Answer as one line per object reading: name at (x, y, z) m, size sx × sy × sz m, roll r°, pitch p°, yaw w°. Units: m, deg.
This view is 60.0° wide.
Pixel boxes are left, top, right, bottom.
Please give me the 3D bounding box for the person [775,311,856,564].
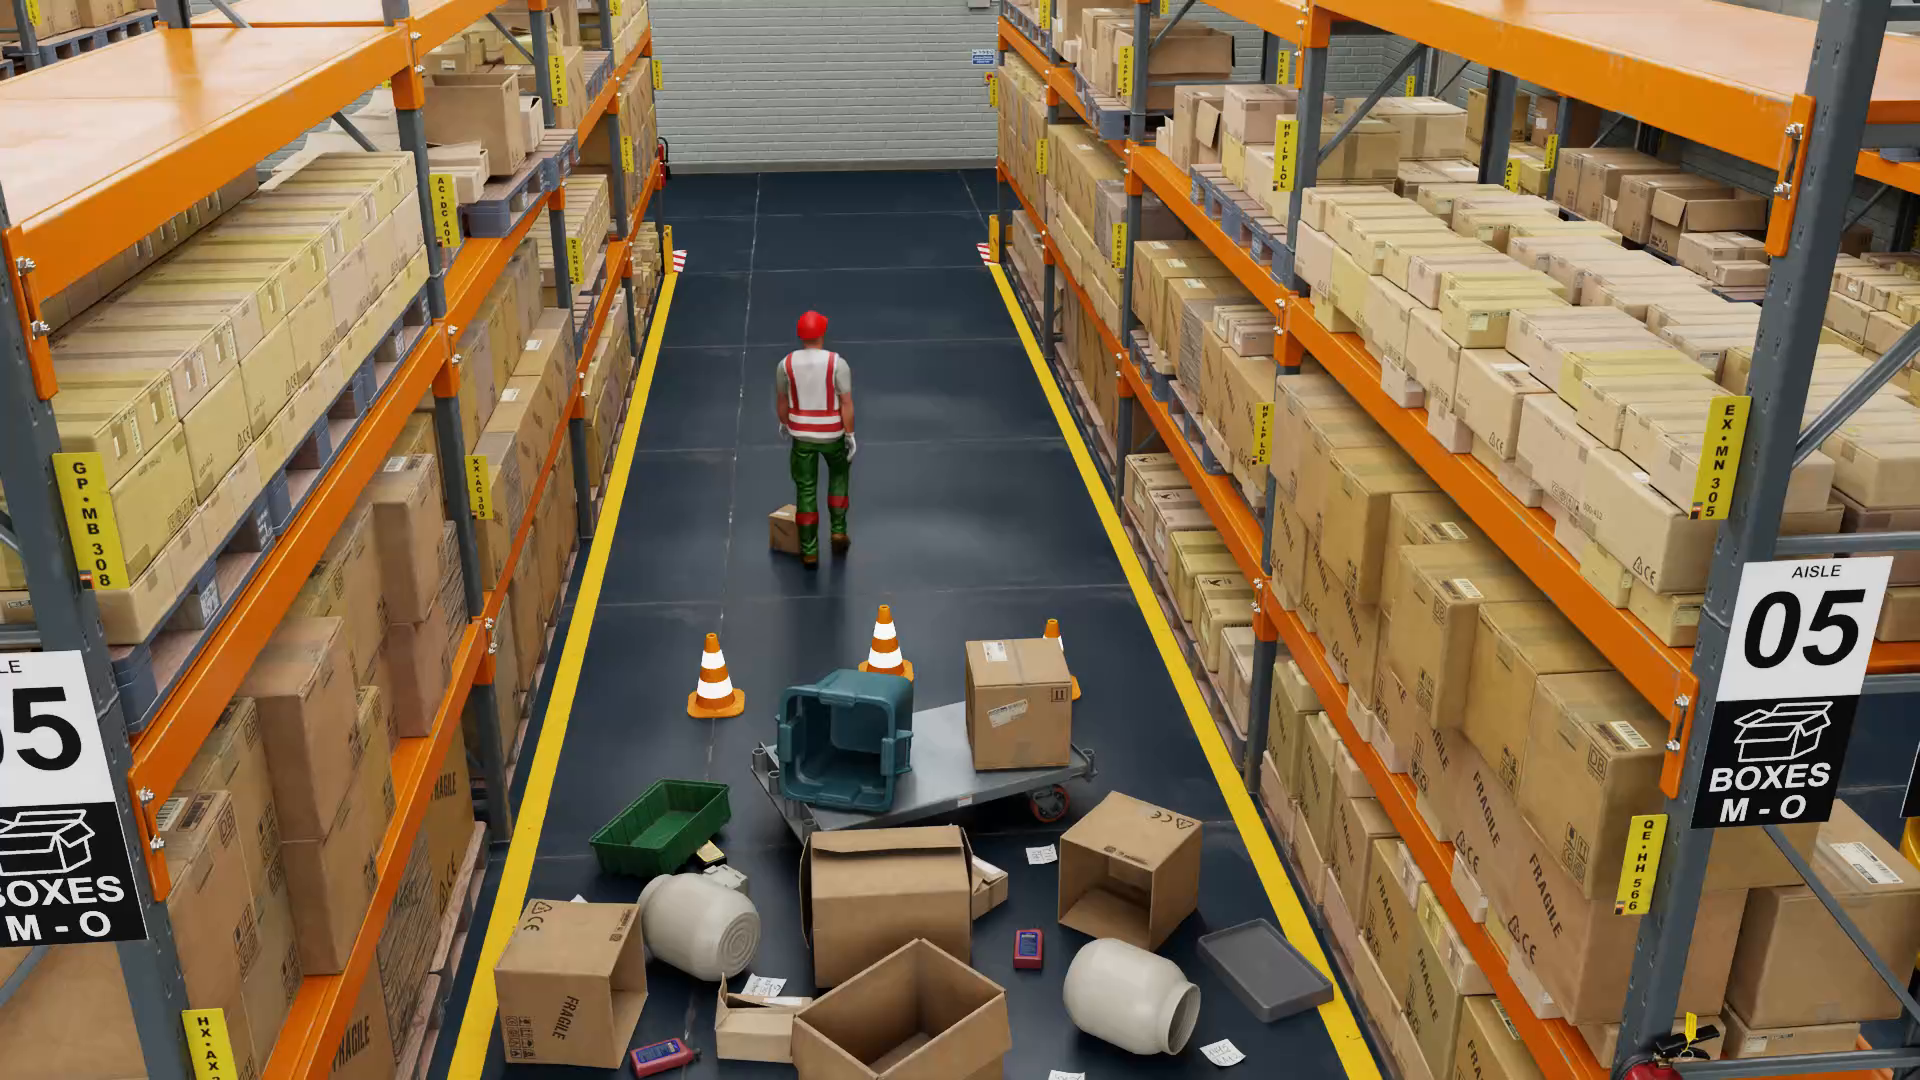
person at (-1.012, -0.712, 11.737) m, size 0.586 × 1.851 × 0.630 m, roll 1°, pitch 24°, yaw 2°
